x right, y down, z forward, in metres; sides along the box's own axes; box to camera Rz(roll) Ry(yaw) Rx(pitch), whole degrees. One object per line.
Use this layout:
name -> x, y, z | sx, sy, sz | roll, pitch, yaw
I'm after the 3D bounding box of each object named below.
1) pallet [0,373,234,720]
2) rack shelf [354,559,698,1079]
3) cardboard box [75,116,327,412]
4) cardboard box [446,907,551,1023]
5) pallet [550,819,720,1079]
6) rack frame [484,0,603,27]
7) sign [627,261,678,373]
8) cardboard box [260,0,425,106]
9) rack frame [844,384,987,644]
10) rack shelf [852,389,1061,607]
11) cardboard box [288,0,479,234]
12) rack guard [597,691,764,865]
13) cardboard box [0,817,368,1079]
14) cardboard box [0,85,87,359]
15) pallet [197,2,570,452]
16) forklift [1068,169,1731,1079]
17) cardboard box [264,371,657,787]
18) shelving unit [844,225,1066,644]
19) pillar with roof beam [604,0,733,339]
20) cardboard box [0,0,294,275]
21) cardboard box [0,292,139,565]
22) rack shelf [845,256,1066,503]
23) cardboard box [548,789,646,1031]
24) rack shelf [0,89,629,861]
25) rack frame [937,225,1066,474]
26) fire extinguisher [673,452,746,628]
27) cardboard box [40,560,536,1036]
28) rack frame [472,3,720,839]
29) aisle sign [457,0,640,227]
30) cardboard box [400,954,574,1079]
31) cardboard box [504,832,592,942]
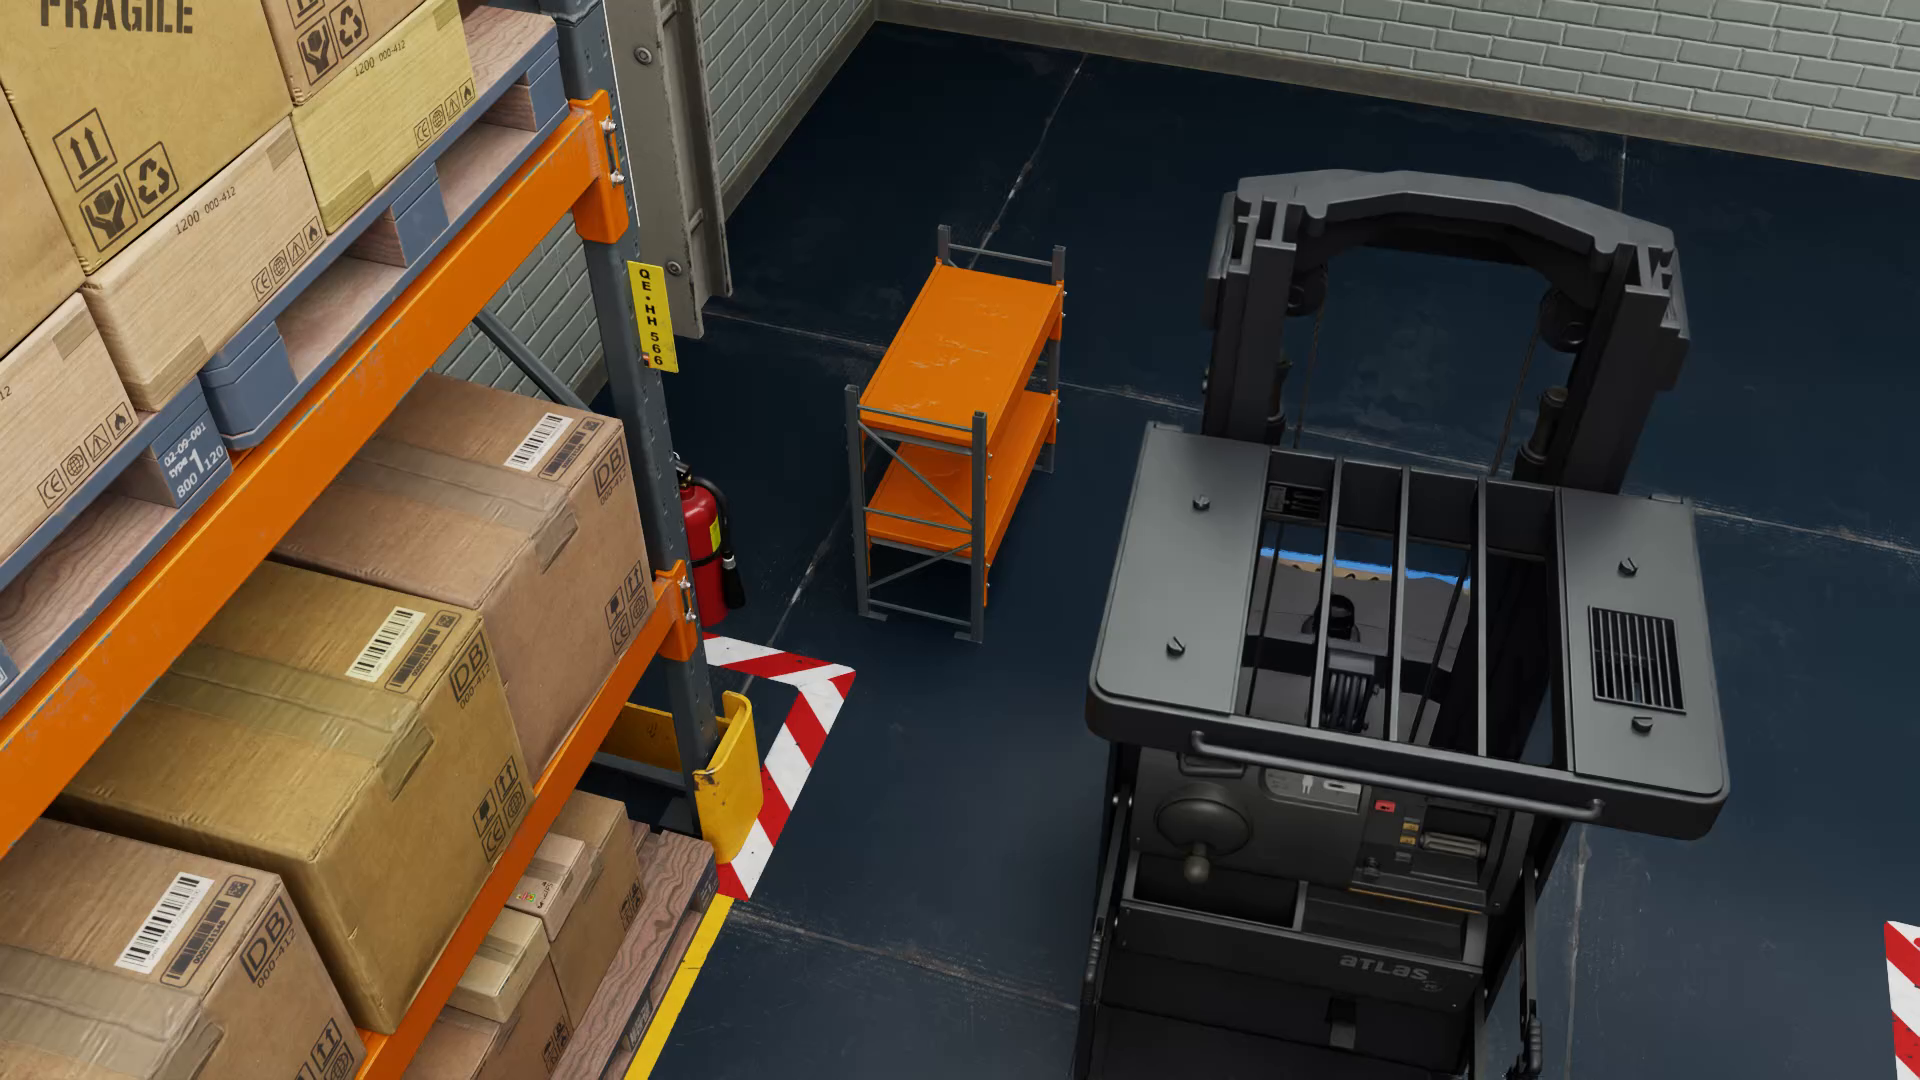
pallet -> -1.869, 0.089, 2.433 | 1.003, 0.211, 1.213 | 13, 46, 13
rack shelf -> -1.892, 1.407, 3.682 | 1.077, 0.370, 4.000 | 13, 46, 13
cardboard box -> -1.412, -0.496, 2.703 | 0.500, 0.250, 0.500 | 11, 45, 11
cardboard box -> -1.345, 1.111, 4.494 | 0.380, 0.149, 0.250 | 14, 46, 14
pallet -> -1.454, 1.363, 5.206 | 1.003, 0.211, 1.213 | 13, 46, 13
rack frame -> -1.286, -2.328, 2.695 | 1.000, 3.000, 0.127 | 13, 46, 13
sign -> -0.773, -0.558, 4.178 | 0.100, 0.325, 0.005 | 13, 46, 13
cardboard box -> -1.248, -1.110, 2.794 | 0.500, 0.500, 0.500 | 12, 46, 12
rack frame -> -0.152, -0.068, 6.015 | 0.500, 1.125, 0.032 | 13, 46, 13
rack shelf -> 0.002, -0.232, 6.532 | 0.538, 0.278, 1.000 | 13, 46, 13
cardboard box -> -1.255, -0.843, 3.058 | 0.500, 0.250, 0.500 | 14, 46, 14
rack guard -> -1.279, 0.694, 5.683 | 1.175, 0.500, 0.348 | 13, 46, 13
cardboard box -> -1.880, 1.045, 3.323 | 0.980, 0.700, 0.700 | 10, 45, 11
cardboard box -> -1.560, -0.429, 2.099 | 0.500, 0.500, 0.500 | 11, 45, 11
pallet -> -1.501, -0.727, 3.267 | 1.003, 0.211, 1.213 | 13, 46, 13
forklift -> 0.847, 0.777, 3.861 | 1.130, 2.935, 3.031 | 9, 45, 9
cardboard box -> -1.431, 0.051, 4.338 | 0.980, 0.700, 0.700 | 14, 46, 14
shelving unit -> 0.002, -0.407, 6.361 | 0.538, 1.125, 1.048 | 13, 46, 13
pillar with roof beam -> 2.810, -3.399, 3.789 | 9.100, 9.000, 0.400 | 13, 46, 13
cardboard box -> -1.410, -0.779, 2.456 | 0.500, 0.500, 0.500 | 14, 46, 14
cardboard box -> -1.565, -0.148, 2.348 | 0.500, 0.250, 0.500 | 11, 45, 11
rack shelf -> 0.002, -0.616, 6.156 | 0.538, 0.278, 1.000 | 13, 46, 13
cardboard box -> -1.403, 1.048, 5.022 | 0.700, 0.500, 0.500 | 13, 46, 13
rack shelf -> -1.892, 0.335, 2.633 | 1.077, 0.370, 4.000 | 13, 46, 13
rack frame -> 0.156, -0.745, 6.707 | 0.500, 1.125, 0.032 | 13, 46, 13
fire extinguisher -> -0.801, -0.025, 4.953 | 0.296, 0.674, 0.183 | 13, 46, 13
cardboard box -> -1.641, 0.539, 3.840 | 0.980, 0.700, 0.700 | 12, 46, 12
rack frame -> -1.286, -0.183, 4.793 | 1.000, 3.000, 0.127 | 13, 46, 13
aisle sign -> -0.979, -1.097, 3.868 | 0.394, 0.787, 0.004 | 13, 46, 13
cardboard box -> -1.554, 1.381, 4.681 | 0.700, 0.500, 0.500 | 12, 46, 12
cardboard box -> -1.268, 0.940, 4.668 | 0.380, 0.149, 0.250 | 12, 46, 12
